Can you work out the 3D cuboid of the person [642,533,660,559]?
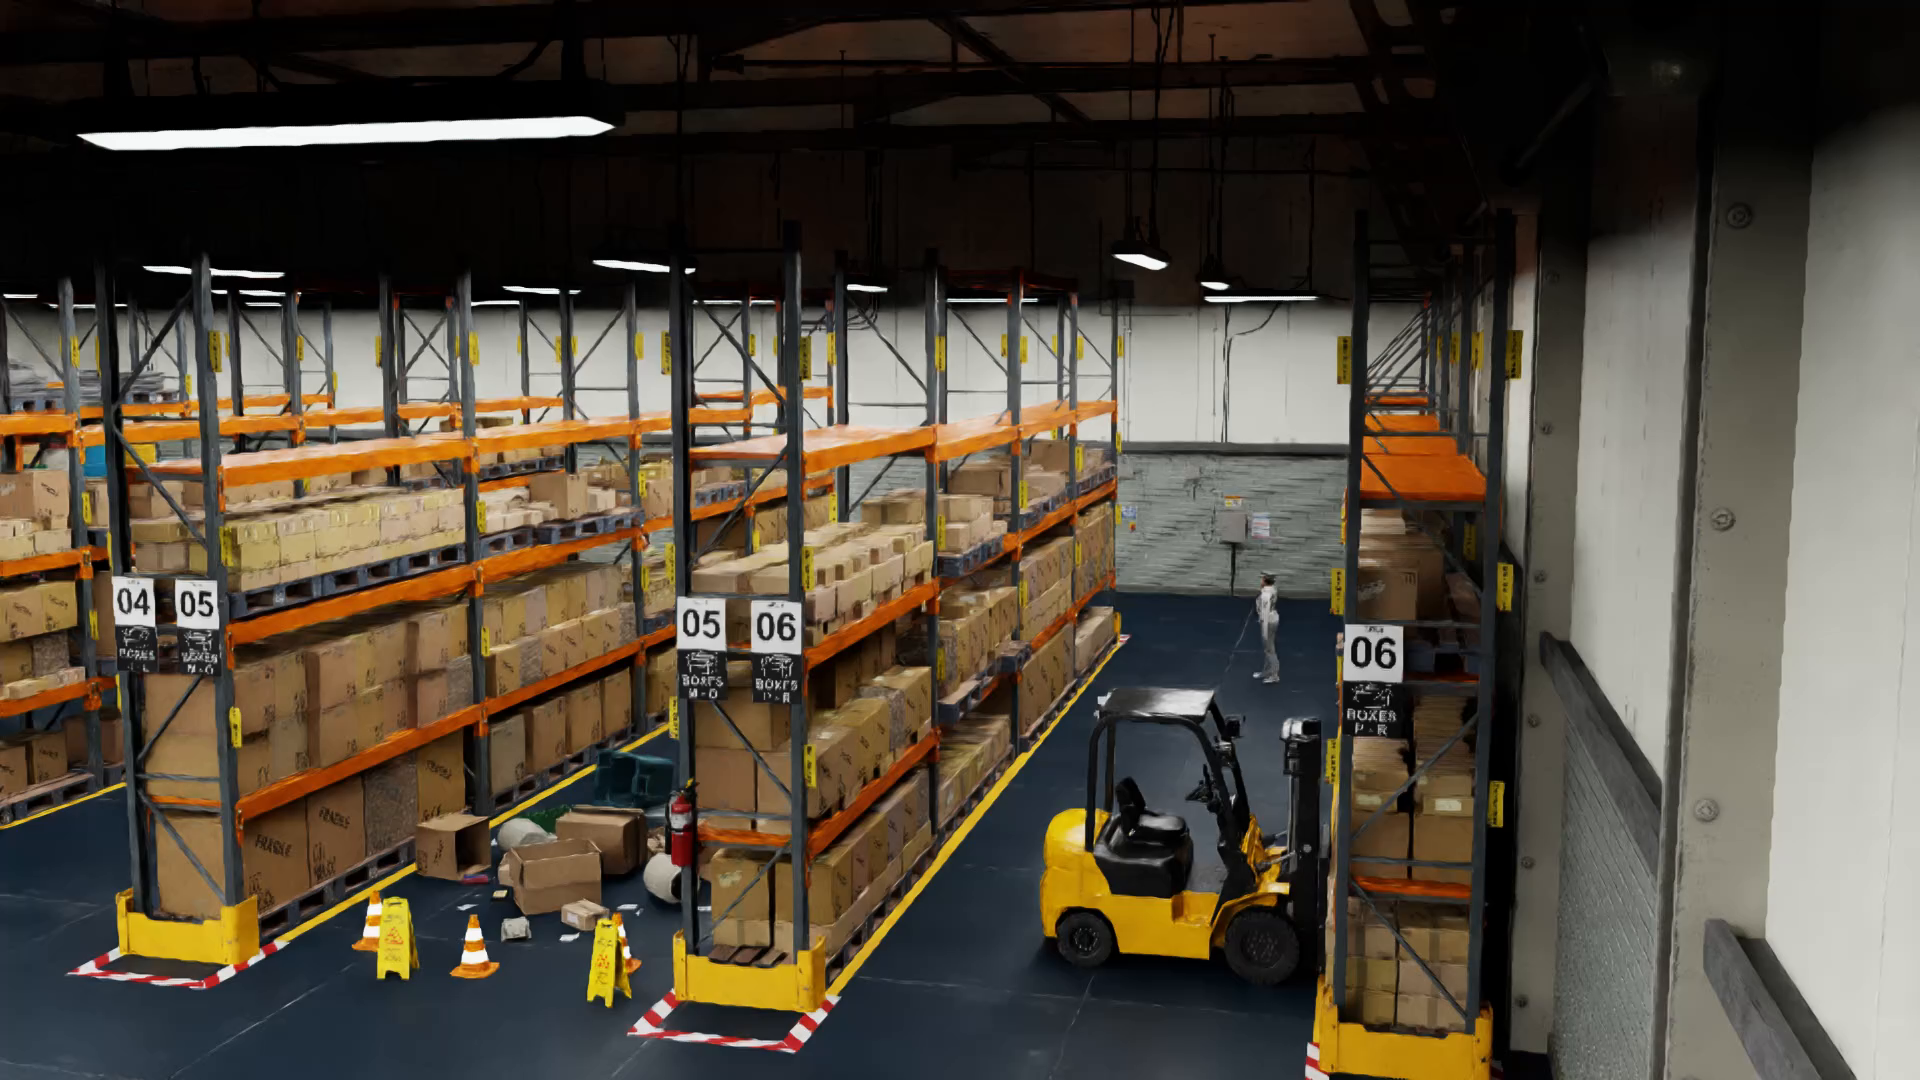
[{"bbox_3d":[-5.746,0.661,30.524,0.598,1.600,0.507,1,7,11],"label":"person"}]

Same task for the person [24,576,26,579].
[{"bbox_3d":[-16.541,0.862,29.006,0.625,1.573,0.510,1,7,11],"label":"person"}]

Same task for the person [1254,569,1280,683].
[{"bbox_3d":[4.629,1.278,25.071,0.474,1.666,0.639,3,8,26],"label":"person"}]
